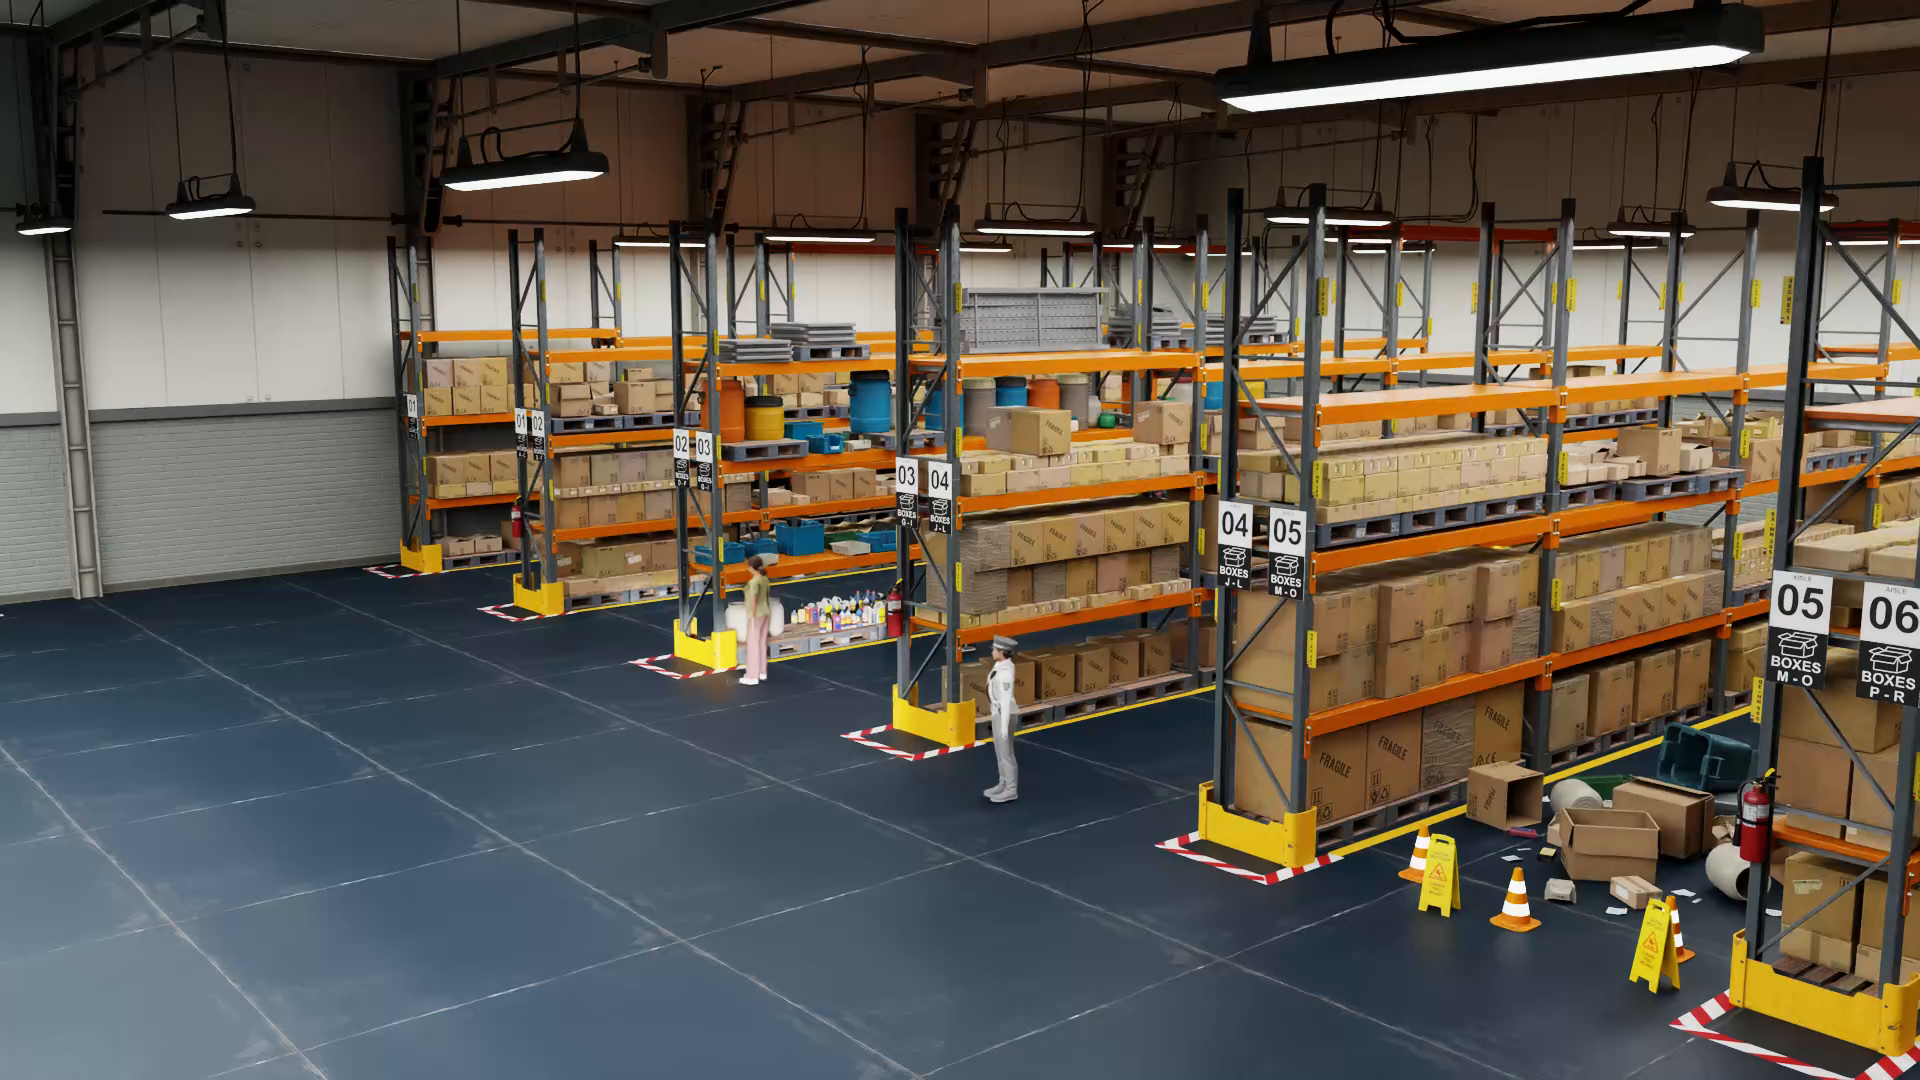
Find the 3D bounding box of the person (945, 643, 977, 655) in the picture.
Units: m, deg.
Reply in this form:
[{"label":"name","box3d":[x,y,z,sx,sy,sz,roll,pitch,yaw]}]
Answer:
[{"label":"person","box3d":[0.041,0.797,23.393,0.373,1.611,0.518,4,9,22]}]

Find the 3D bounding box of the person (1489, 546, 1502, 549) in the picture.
[{"label":"person","box3d":[7.137,0.942,22.091,1.080,1.722,0.489,-8,12,-44]}]

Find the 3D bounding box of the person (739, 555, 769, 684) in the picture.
[{"label":"person","box3d":[-2.680,1.018,21.630,0.413,1.679,0.474,2,9,15]}]

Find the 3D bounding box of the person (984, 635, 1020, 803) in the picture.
[{"label":"person","box3d":[0.420,1.780,16.674,0.349,1.686,0.538,0,9,-3]}]

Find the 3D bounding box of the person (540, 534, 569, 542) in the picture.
[{"label":"person","box3d":[-7.119,-0.144,29.411,0.514,1.671,0.631,0,9,-3]}]
